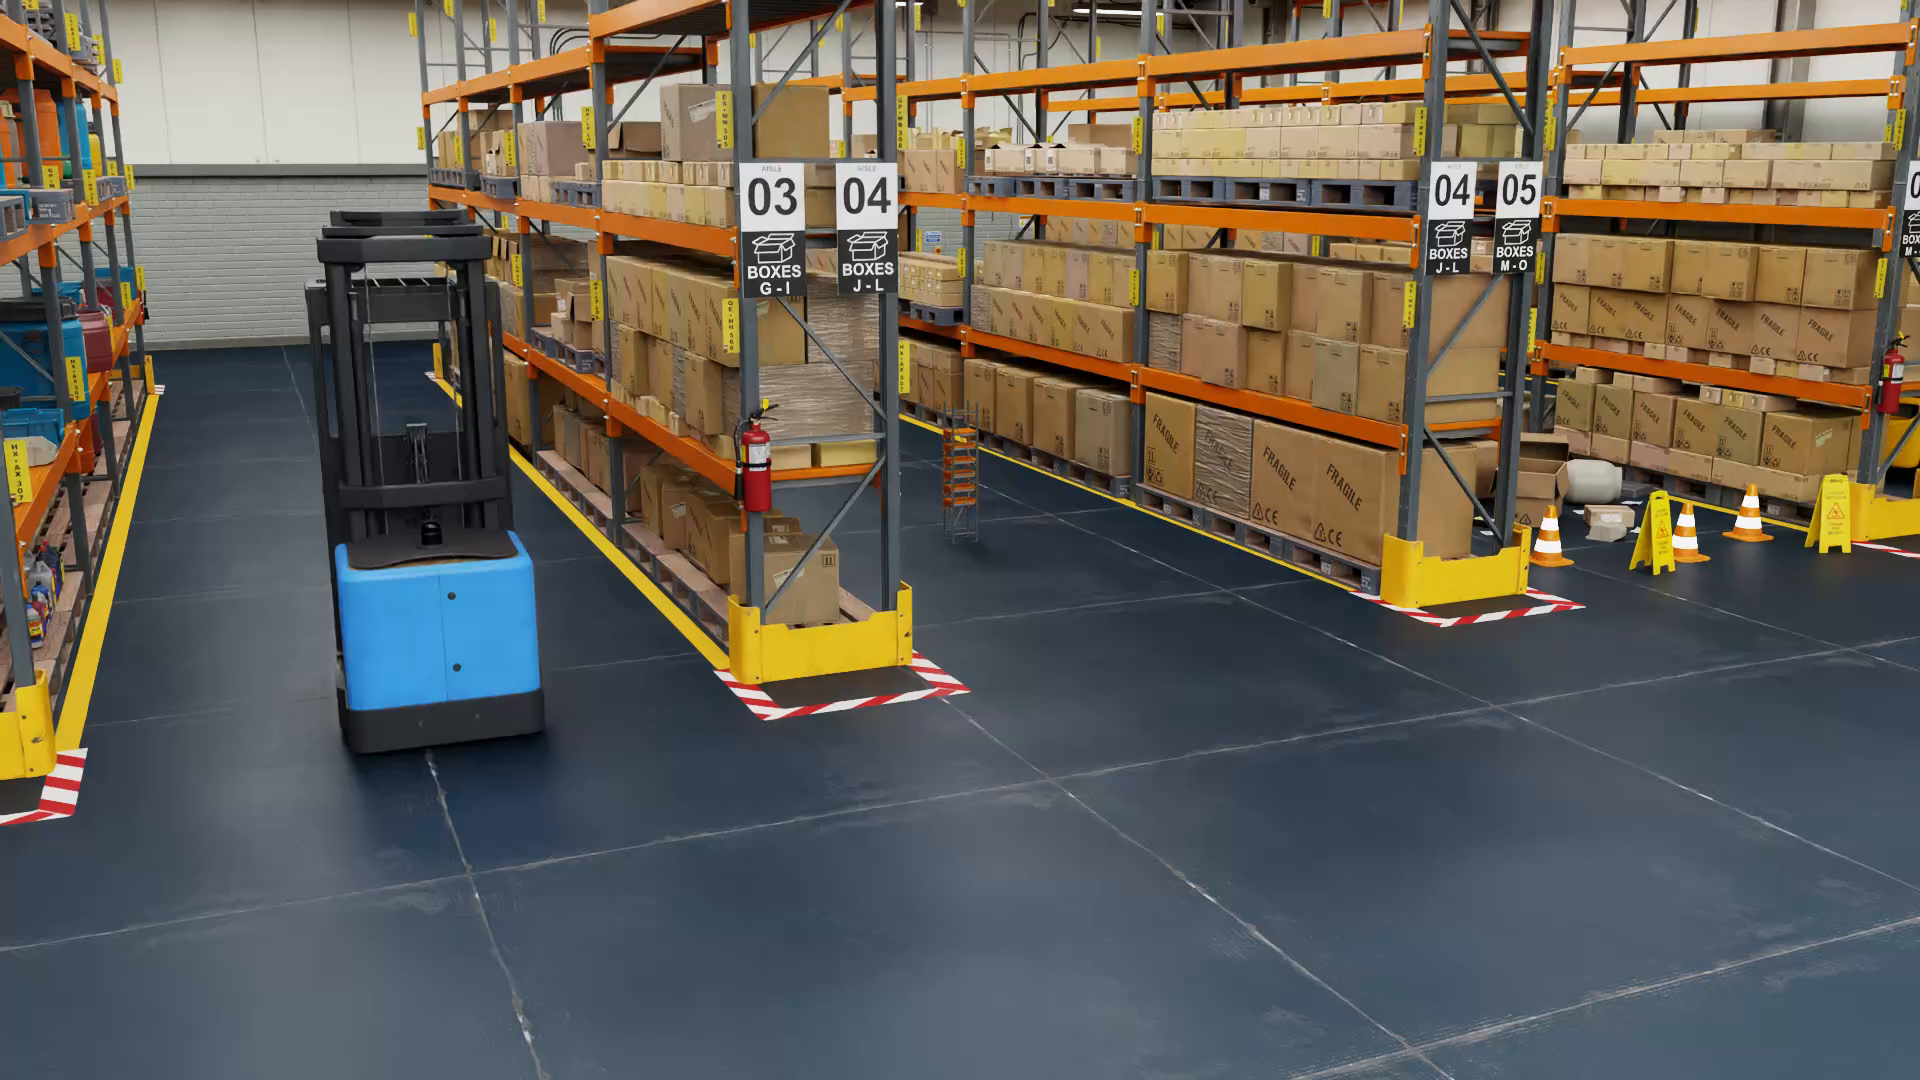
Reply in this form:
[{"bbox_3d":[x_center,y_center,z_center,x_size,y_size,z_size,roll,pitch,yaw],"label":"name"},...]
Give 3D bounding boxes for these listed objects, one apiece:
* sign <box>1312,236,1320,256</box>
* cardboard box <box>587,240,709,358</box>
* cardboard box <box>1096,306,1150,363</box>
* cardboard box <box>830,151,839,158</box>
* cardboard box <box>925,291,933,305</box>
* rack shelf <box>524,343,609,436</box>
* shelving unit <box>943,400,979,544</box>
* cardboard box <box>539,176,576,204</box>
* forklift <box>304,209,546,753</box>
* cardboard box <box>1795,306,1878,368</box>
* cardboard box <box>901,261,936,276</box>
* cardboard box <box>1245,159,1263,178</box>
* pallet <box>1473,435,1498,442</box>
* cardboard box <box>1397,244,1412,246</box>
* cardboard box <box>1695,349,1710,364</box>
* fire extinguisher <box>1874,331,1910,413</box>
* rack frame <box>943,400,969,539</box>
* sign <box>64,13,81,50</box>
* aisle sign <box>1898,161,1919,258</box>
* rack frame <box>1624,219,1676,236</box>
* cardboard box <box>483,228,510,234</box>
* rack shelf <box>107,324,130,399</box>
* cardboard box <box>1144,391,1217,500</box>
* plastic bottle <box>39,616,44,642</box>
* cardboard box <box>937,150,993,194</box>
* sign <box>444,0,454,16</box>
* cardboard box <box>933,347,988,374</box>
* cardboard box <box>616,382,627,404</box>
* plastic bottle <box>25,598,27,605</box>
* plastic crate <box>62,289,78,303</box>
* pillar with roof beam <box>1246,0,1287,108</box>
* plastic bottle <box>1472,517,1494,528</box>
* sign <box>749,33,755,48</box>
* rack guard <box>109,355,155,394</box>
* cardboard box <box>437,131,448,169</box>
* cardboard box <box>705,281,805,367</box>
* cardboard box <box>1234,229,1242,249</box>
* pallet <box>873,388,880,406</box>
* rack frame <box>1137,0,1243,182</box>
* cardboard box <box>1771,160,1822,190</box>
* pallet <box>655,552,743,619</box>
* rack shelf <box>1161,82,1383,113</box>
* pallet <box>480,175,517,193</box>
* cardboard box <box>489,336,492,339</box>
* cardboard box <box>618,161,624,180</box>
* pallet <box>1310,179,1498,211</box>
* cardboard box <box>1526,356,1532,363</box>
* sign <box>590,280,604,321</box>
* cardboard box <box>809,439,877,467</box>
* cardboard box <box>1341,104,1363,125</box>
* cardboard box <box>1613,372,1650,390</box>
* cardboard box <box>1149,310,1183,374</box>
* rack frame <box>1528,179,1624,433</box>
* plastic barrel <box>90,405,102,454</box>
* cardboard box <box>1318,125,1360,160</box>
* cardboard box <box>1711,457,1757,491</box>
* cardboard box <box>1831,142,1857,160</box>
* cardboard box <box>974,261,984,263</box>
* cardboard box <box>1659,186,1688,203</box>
[{"bbox_3d":[4.503,-3.682,21.058,0.100,0.325,0.005,-6,14,-23],"label":"sign"},{"bbox_3d":[-2.657,-2.121,14.619,1.000,1.000,1.000,-6,14,-23],"label":"cardboard box"},{"bbox_3d":[1.664,-2.007,16.166,0.500,0.500,0.500,-6,14,-23],"label":"cardboard box"},{"bbox_3d":[-1.505,-5.231,22.892,0.500,0.250,0.500,-6,14,-26],"label":"cardboard box"},{"bbox_3d":[-0.201,-2.895,19.850,0.380,0.149,0.250,-6,14,-23],"label":"cardboard box"},{"bbox_3d":[-3.268,-1.510,15.836,1.077,0.370,4.000,-6,14,-23],"label":"rack shelf"},{"bbox_3d":[0.006,-0.582,14.222,0.258,1.200,0.189,-6,14,-23],"label":"shelving unit"},{"bbox_3d":[-3.694,-3.330,15.787,0.500,0.250,0.500,-5,14,-22],"label":"cardboard box"},{"bbox_3d":[-3.370,-0.552,10.254,1.130,2.935,3.031,-5,14,-21],"label":"forklift"},{"bbox_3d":[7.745,-1.797,14.599,0.500,0.500,0.500,-6,14,-24],"label":"cardboard box"},{"bbox_3d":[-0.506,-3.344,20.472,0.380,0.149,0.250,-6,14,-23],"label":"cardboard box"},{"bbox_3d":[2.562,-3.046,13.631,0.380,0.149,0.250,-5,14,-22],"label":"cardboard box"},{"bbox_3d":[6.300,-1.144,18.846,1.003,0.211,1.213,-6,14,-23],"label":"pallet"},{"bbox_3d":[5.665,-3.392,20.561,0.500,0.500,0.500,-6,14,-24],"label":"cardboard box"},{"bbox_3d":[7.275,-1.769,15.917,0.380,0.149,0.250,-6,14,-23],"label":"cardboard box"},{"bbox_3d":[7.839,-1.413,13.993,0.296,0.674,0.183,-6,14,-23],"label":"fire extinguisher"},{"bbox_3d":[-0.031,-0.600,14.303,0.240,1.200,0.006,-6,14,-23],"label":"rack frame"},{"bbox_3d":[-8.106,-4.643,15.189,0.100,0.325,0.005,-6,14,-23],"label":"sign"},{"bbox_3d":[7.974,-2.743,13.805,0.394,0.787,0.004,-6,14,-23],"label":"aisle sign"},{"bbox_3d":[9.557,-3.618,23.348,1.000,3.000,0.127,-6,14,-23],"label":"rack frame"},{"bbox_3d":[-6.838,-4.287,24.248,0.500,0.500,0.500,-5,14,-22],"label":"cardboard box"},{"bbox_3d":[-9.409,-1.889,17.474,1.077,0.370,4.000,-6,14,-23],"label":"rack shelf"},{"bbox_3d":[2.306,-0.907,15.419,0.875,0.875,0.875,-5,14,-22],"label":"cardboard box"},{"bbox_3d":[-5.885,0.552,10.565,0.097,0.201,0.097,0,13,0],"label":"plastic bottle"},{"bbox_3d":[0.054,-4.306,19.447,0.500,0.500,0.500,-6,14,-23],"label":"cardboard box"},{"bbox_3d":[-6.190,-6.510,20.117,0.100,0.325,0.005,-6,14,-23],"label":"sign"},{"bbox_3d":[0.001,-2.170,20.044,0.500,0.250,0.500,-6,14,-24],"label":"cardboard box"},{"bbox_3d":[-2.568,-1.200,13.461,0.380,0.149,0.250,-6,14,-23],"label":"cardboard box"},{"bbox_3d":[-6.313,0.366,11.183,0.061,0.283,0.133,-6,14,-23],"label":"plastic bottle"},{"bbox_3d":[-11.488,-3.074,21.237,0.416,0.233,0.300,-6,14,-23],"label":"plastic crate"},{"bbox_3d":[2.154,-8.443,30.892,9.100,9.000,0.548,-6,14,-23],"label":"pillar with roof beam"},{"bbox_3d":[4.691,-0.163,14.940,0.133,0.061,0.283,-12,18,-42],"label":"plastic bottle"},{"bbox_3d":[-3.186,-7.721,25.525,0.100,0.325,0.005,-6,14,-23],"label":"sign"},{"bbox_3d":[-11.834,-2.265,23.047,1.175,0.500,0.348,-6,14,-23],"label":"rack guard"},{"bbox_3d":[-6.902,-5.460,23.281,0.700,0.500,0.500,-6,14,-25],"label":"cardboard box"},{"bbox_3d":[-1.312,-1.393,10.636,0.500,0.500,0.500,-6,14,-23],"label":"cardboard box"},{"bbox_3d":[3.962,-4.101,22.999,0.500,0.500,0.500,-6,14,-24],"label":"cardboard box"},{"bbox_3d":[-0.773,-2.008,22.577,1.003,0.211,1.213,-6,14,-23],"label":"pallet"},{"bbox_3d":[2.118,-4.797,15.139,1.000,3.000,0.127,-6,14,-23],"label":"rack frame"},{"bbox_3d":[7.575,-3.236,14.718,0.500,0.250,0.500,-6,14,-24],"label":"cardboard box"},{"bbox_3d":[-1.673,0.299,12.608,1.003,0.211,1.213,-6,14,-23],"label":"pallet"},{"bbox_3d":[4.210,-5.959,22.643,1.077,0.370,4.000,-6,14,-23],"label":"rack shelf"},{"bbox_3d":[-5.259,-4.283,19.995,0.805,0.209,1.217,-6,14,-25],"label":"pallet"},{"bbox_3d":[-5.397,-2.139,20.740,1.225,0.875,0.875,-6,14,-23],"label":"cardboard box"},{"bbox_3d":[-2.450,-2.886,12.982,0.380,0.149,0.250,-6,14,-26],"label":"cardboard box"},{"bbox_3d":[3.414,-2.618,12.575,1.003,0.211,1.213,-6,14,-23],"label":"pallet"},{"bbox_3d":[8.788,-2.885,24.793,0.500,0.500,0.500,-5,14,-21],"label":"cardboard box"},{"bbox_3d":[-2.974,-1.960,13.620,0.100,0.325,0.005,-6,14,-23],"label":"sign"},{"bbox_3d":[-0.761,-0.579,10.775,0.380,0.149,0.250,-6,14,-23],"label":"cardboard box"},{"bbox_3d":[3.073,-3.172,12.407,0.380,0.149,0.250,-5,14,-22],"label":"cardboard box"},{"bbox_3d":[6.805,-1.605,16.717,0.380,0.149,0.250,-5,14,-21],"label":"cardboard box"},{"bbox_3d":[2.277,-1.872,15.474,0.875,0.550,0.550,-6,14,-23],"label":"cardboard box"},{"bbox_3d":[6.613,-2.342,17.837,1.000,3.000,0.127,-6,14,-23],"label":"rack frame"},{"bbox_3d":[-9.272,-1.189,17.270,0.600,0.588,0.708,-6,14,-23],"label":"plastic barrel"},{"bbox_3d":[3.069,-3.014,12.606,0.500,0.250,0.500,-6,14,-23],"label":"cardboard box"},{"bbox_3d":[7.445,-0.631,15.611,0.500,0.250,0.500,-6,14,-23],"label":"cardboard box"},{"bbox_3d":[7.741,-3.343,14.299,0.380,0.149,0.250,-5,14,-22],"label":"cardboard box"},{"bbox_3d":[0.198,-3.347,20.484,0.380,0.149,0.250,-6,14,-25],"label":"cardboard box"},{"bbox_3d":[6.949,-3.320,15.968,0.380,0.149,0.250,-6,14,-24],"label":"cardboard box"}]
